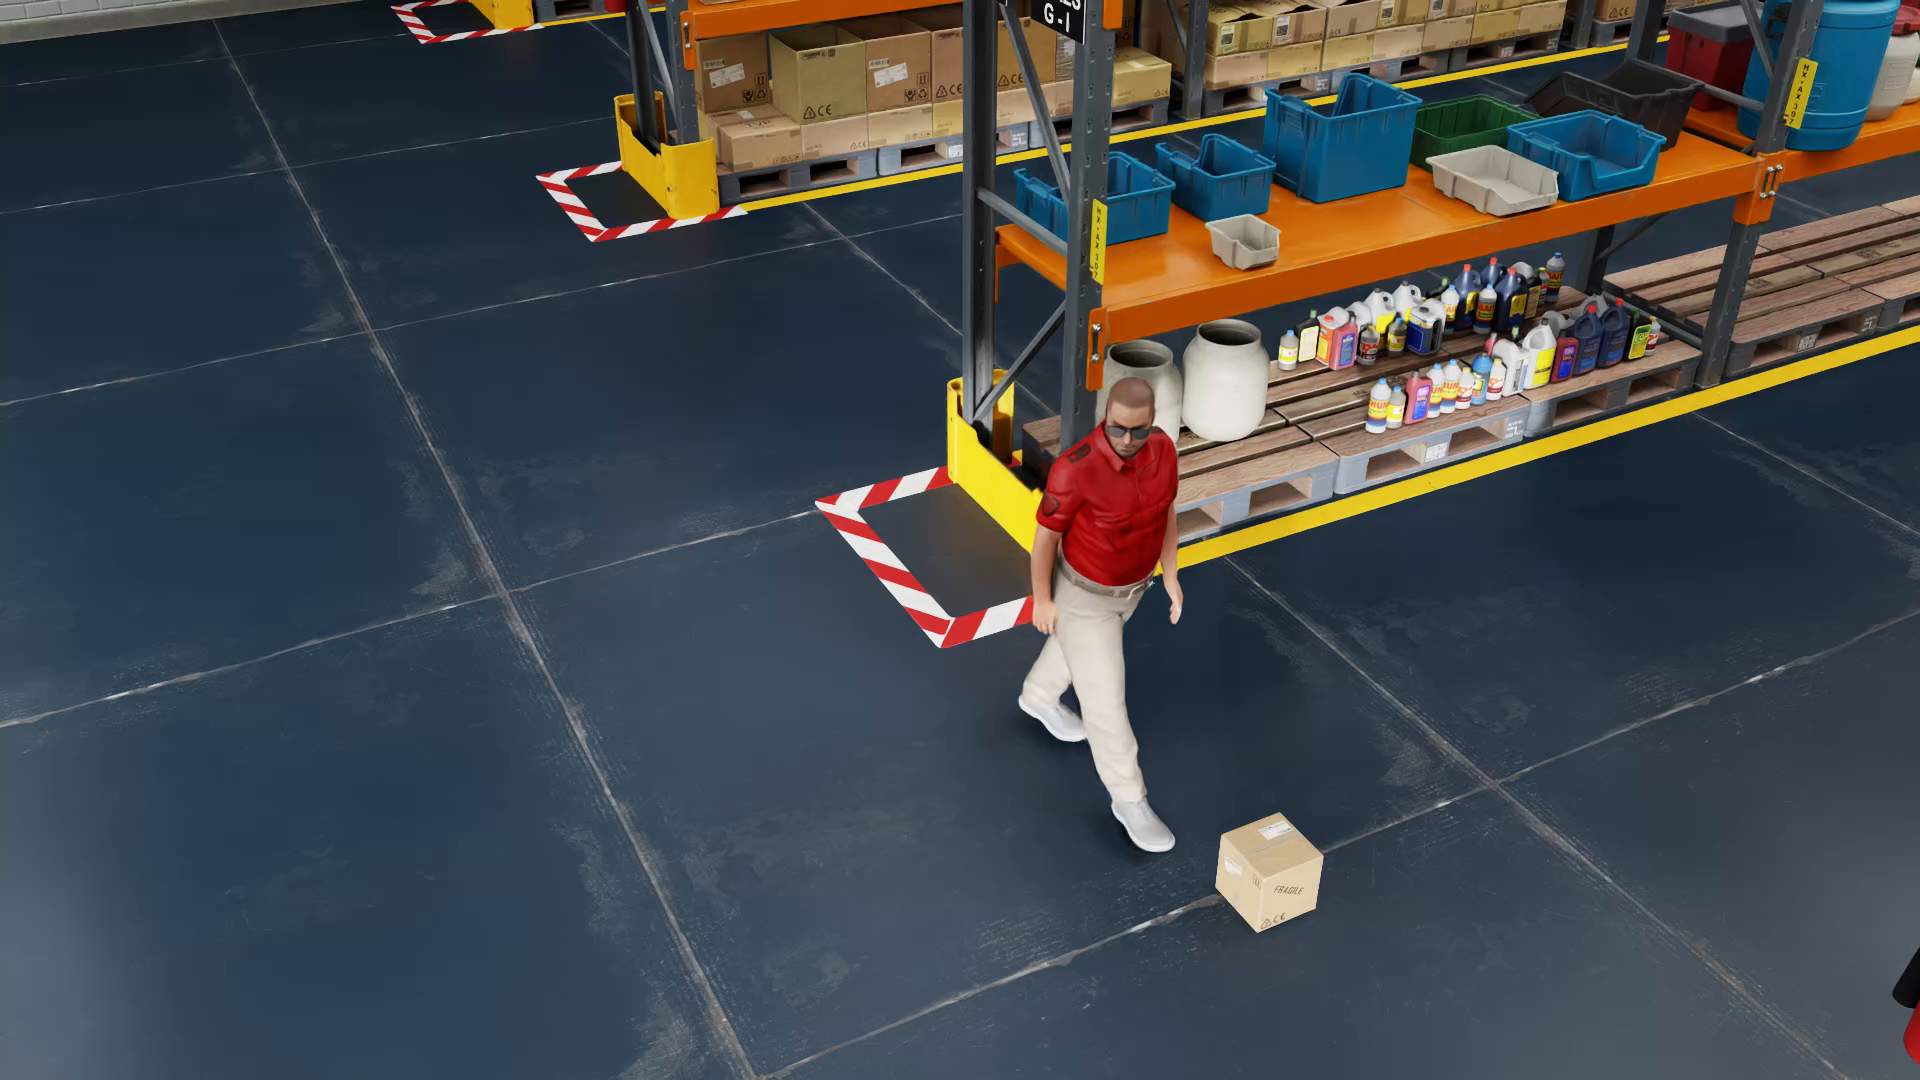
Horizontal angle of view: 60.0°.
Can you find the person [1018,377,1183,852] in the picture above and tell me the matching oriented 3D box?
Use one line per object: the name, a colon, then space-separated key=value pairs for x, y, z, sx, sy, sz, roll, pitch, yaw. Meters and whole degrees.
person: x=0.541 y=0.173 z=5.866 sx=0.547 sy=1.676 sz=0.967 roll=-28 pitch=42 yaw=-36
